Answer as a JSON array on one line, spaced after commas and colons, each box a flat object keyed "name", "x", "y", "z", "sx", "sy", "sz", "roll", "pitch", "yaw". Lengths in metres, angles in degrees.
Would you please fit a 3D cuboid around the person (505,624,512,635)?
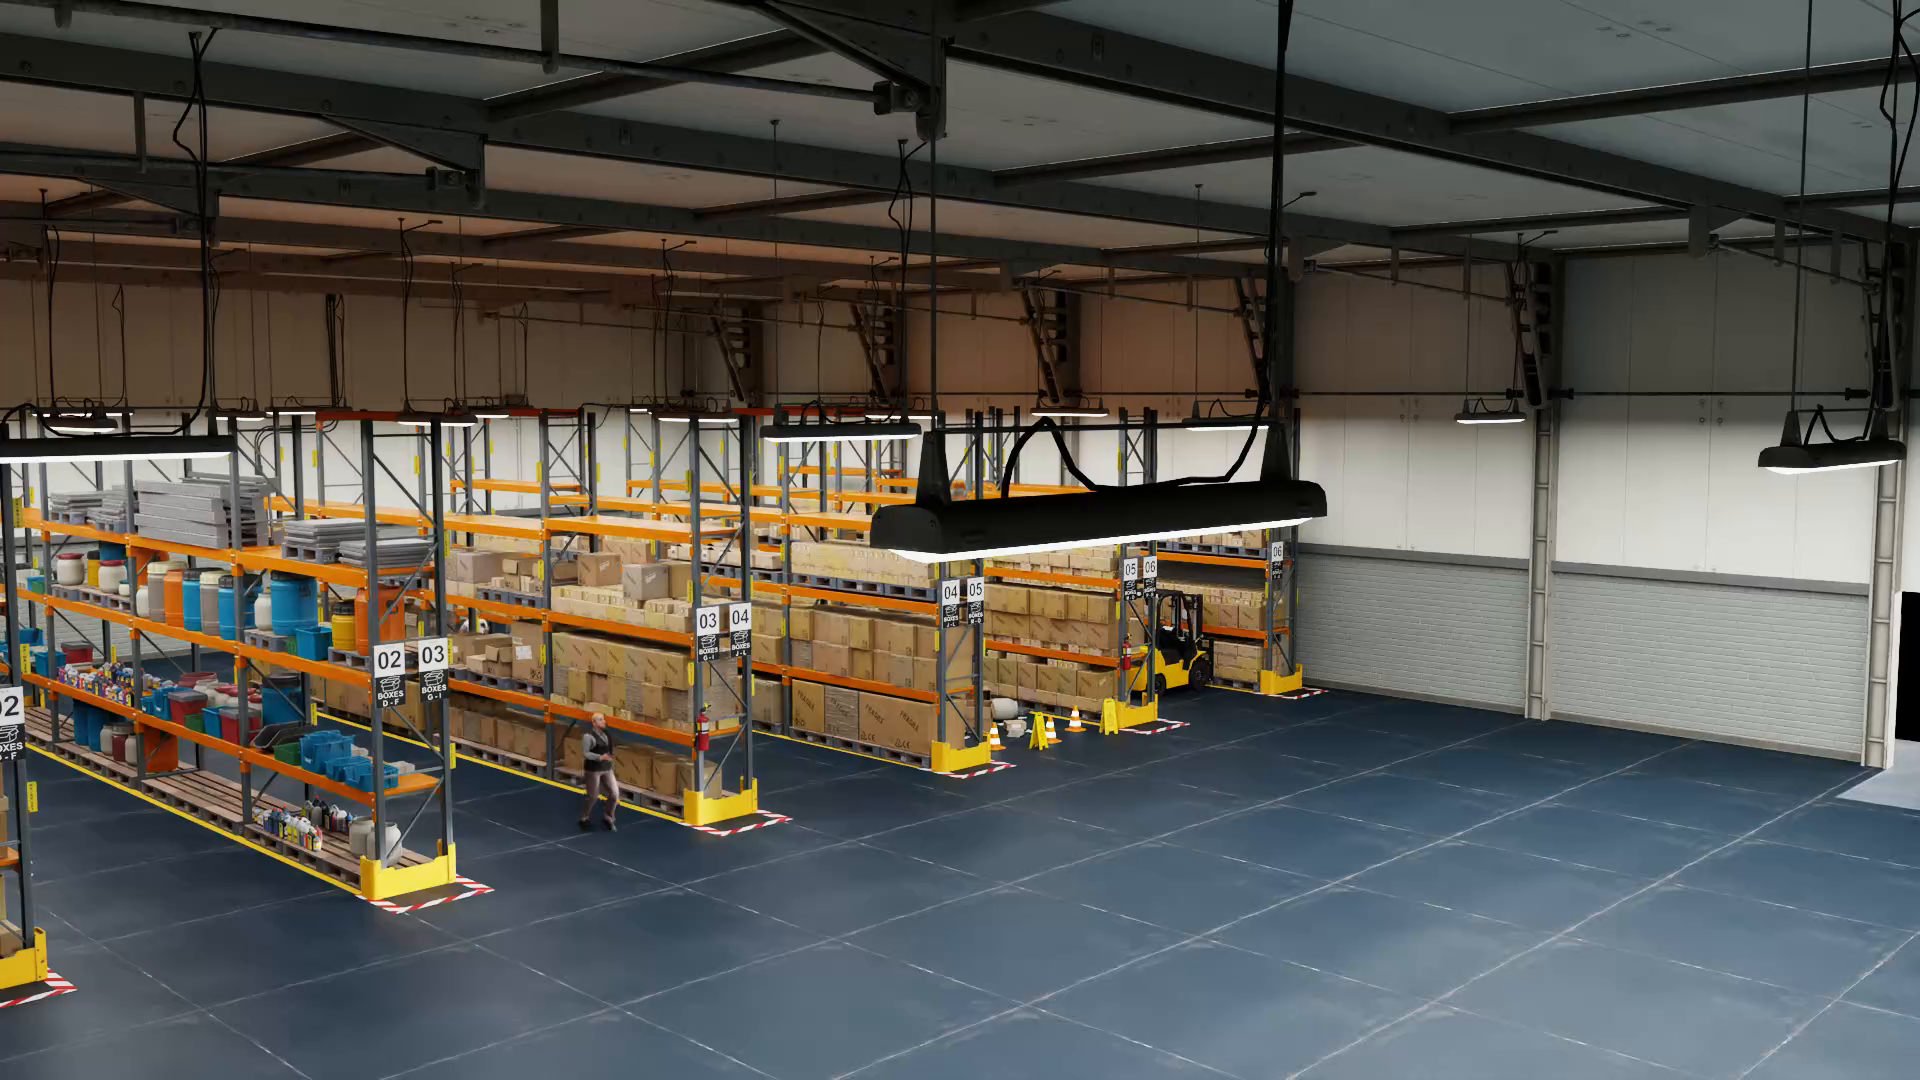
[{"name": "person", "x": -11.031, "y": 1.902, "z": 40.848, "sx": 0.826, "sy": 1.655, "sz": 0.653, "roll": 3, "pitch": 6, "yaw": 31}]

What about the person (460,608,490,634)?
[{"name": "person", "x": -10.457, "y": 2.342, "z": 36.020, "sx": 0.573, "sy": 1.727, "sz": 0.733, "roll": -5, "pitch": 7, "yaw": -43}]

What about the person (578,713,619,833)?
[{"name": "person", "x": -5.193, "y": 3.372, "z": 23.965, "sx": 0.748, "sy": 1.799, "sz": 0.675, "roll": 4, "pitch": 6, "yaw": 35}]

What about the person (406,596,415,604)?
[{"name": "person", "x": -12.772, "y": 2.101, "z": 38.230, "sx": 0.795, "sy": 1.702, "sz": 0.565, "roll": 0, "pitch": 5, "yaw": 0}]
